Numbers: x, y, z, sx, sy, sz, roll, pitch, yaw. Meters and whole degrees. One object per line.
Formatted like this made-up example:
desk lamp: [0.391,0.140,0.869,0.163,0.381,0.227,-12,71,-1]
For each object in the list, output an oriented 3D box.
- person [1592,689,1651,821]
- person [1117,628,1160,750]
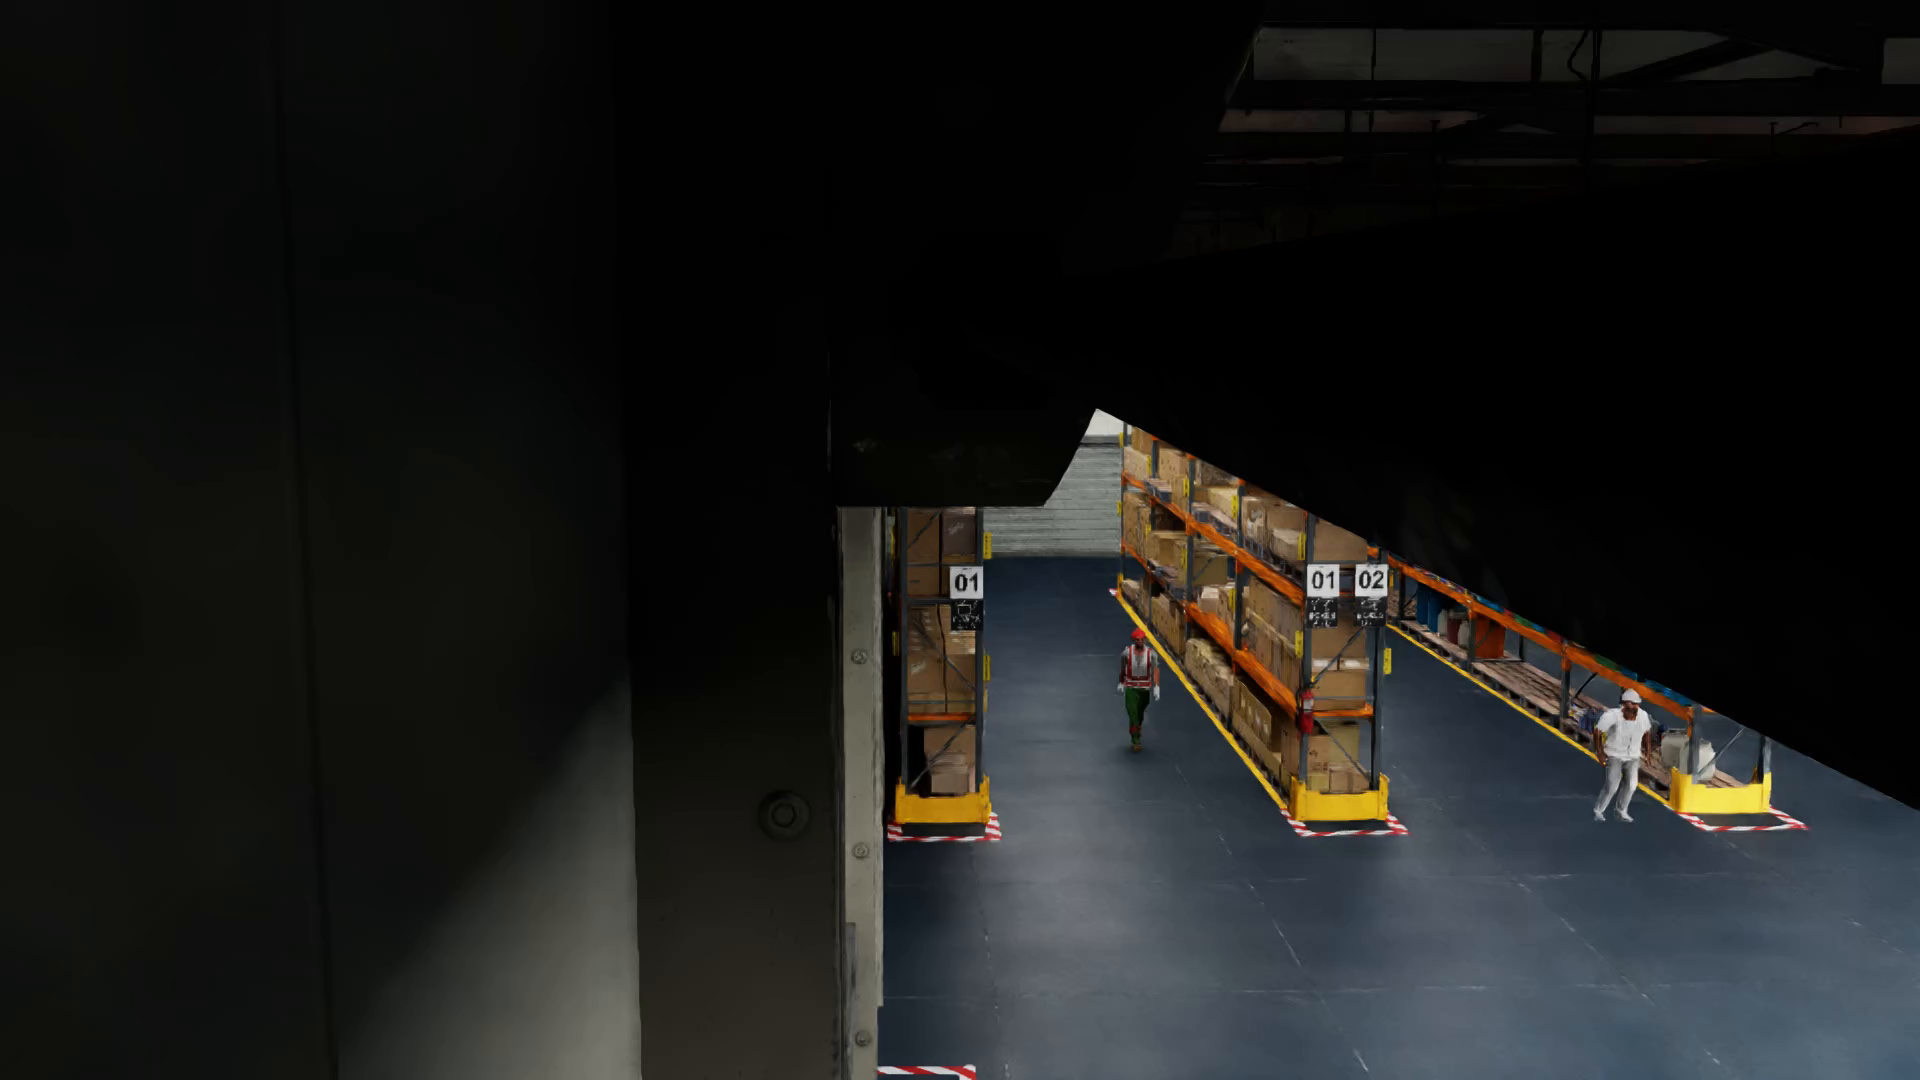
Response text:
person: [8.113,2.641,20.370,0.719,1.714,0.578,-1,8,-5]
person: [2.585,2.116,23.955,0.565,1.734,1.043,-1,8,-4]
